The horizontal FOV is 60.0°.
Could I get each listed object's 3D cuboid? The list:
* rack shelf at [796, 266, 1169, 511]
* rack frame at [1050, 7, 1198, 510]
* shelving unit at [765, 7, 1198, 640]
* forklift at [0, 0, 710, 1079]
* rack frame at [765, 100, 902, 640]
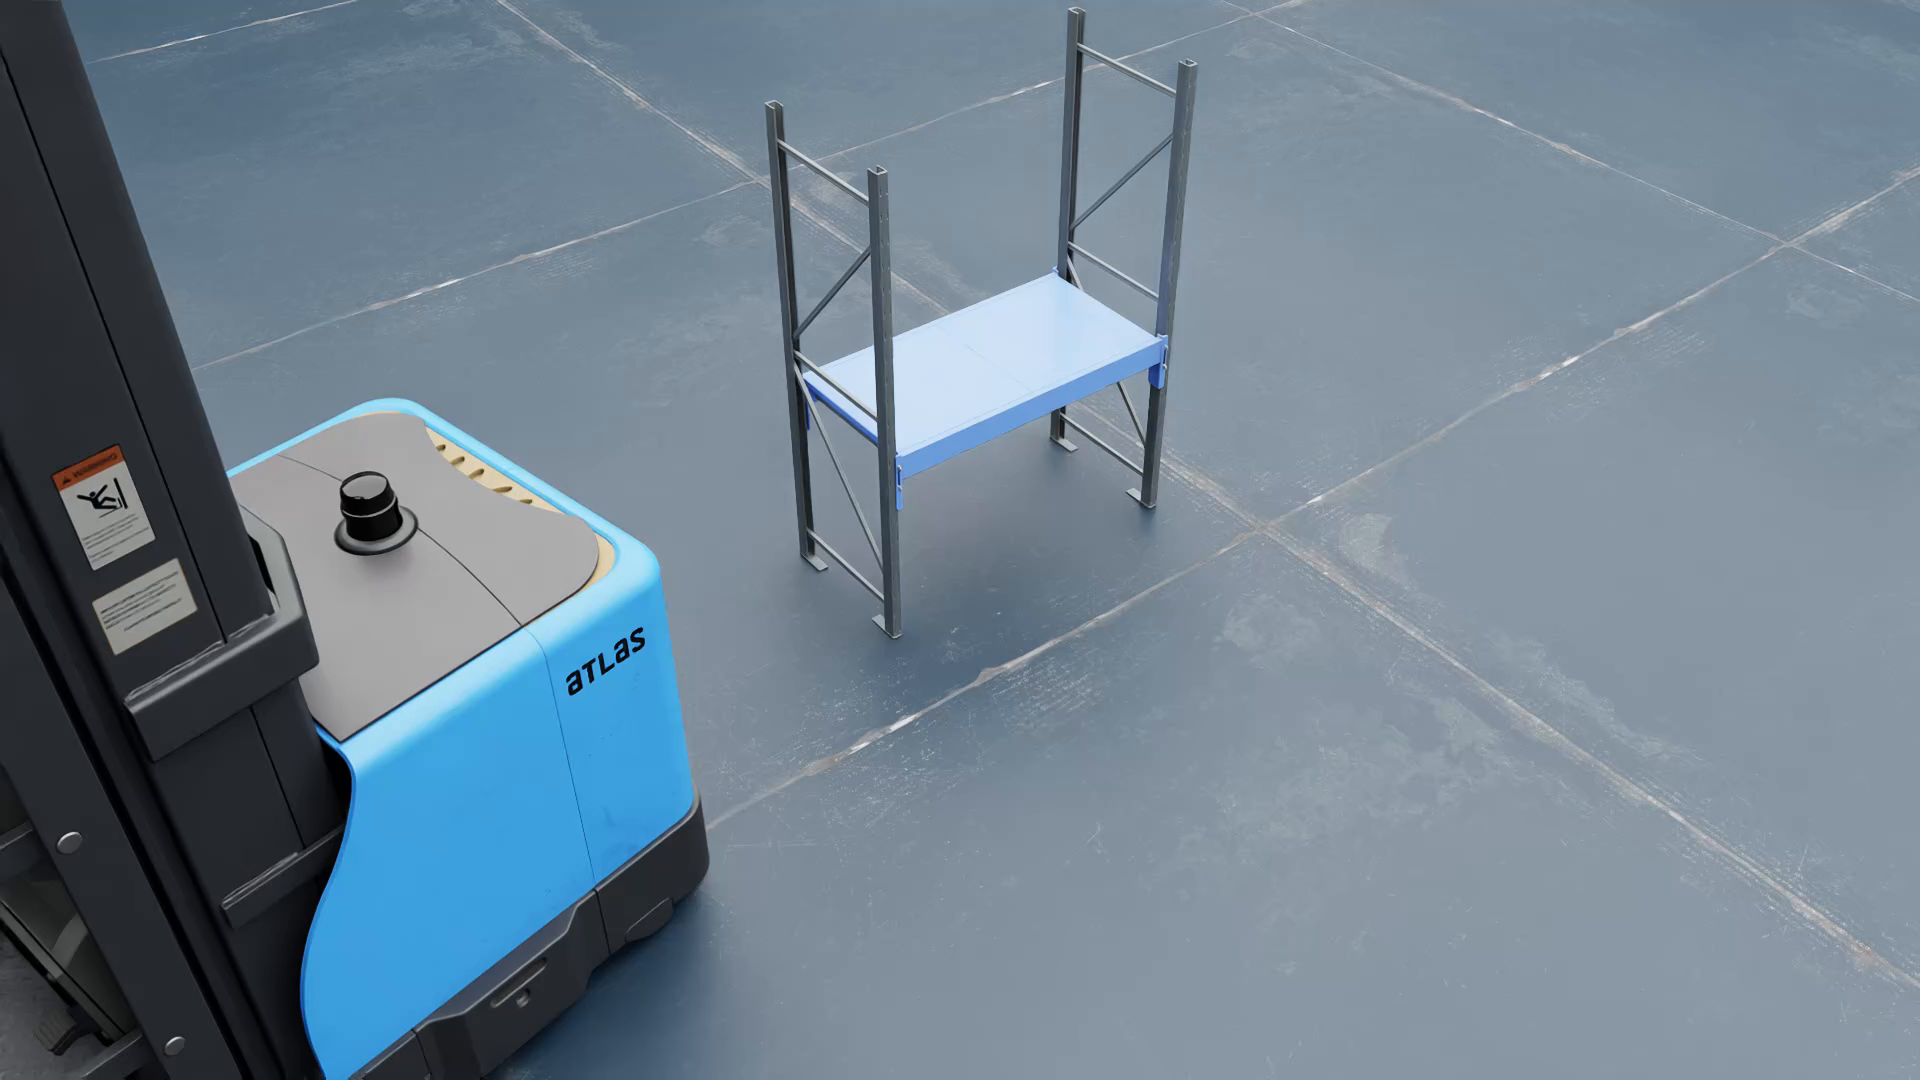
[{"bbox_3d":[0.068,-0.474,4.929,1.000,0.185,0.538,-26,46,-28],"label":"rack shelf"},{"bbox_3d":[0.471,-0.809,5.054,0.032,1.500,0.500,-26,46,-28],"label":"rack frame"},{"bbox_3d":[0.068,-0.613,4.815,1.048,1.500,0.538,-26,46,-28],"label":"shelving unit"},{"bbox_3d":[-1.964,0.239,2.648,1.130,2.935,3.031,28,47,30],"label":"forklift"},{"bbox_3d":[-0.335,-0.416,4.575,0.032,1.500,0.500,-26,46,-28],"label":"rack frame"}]
